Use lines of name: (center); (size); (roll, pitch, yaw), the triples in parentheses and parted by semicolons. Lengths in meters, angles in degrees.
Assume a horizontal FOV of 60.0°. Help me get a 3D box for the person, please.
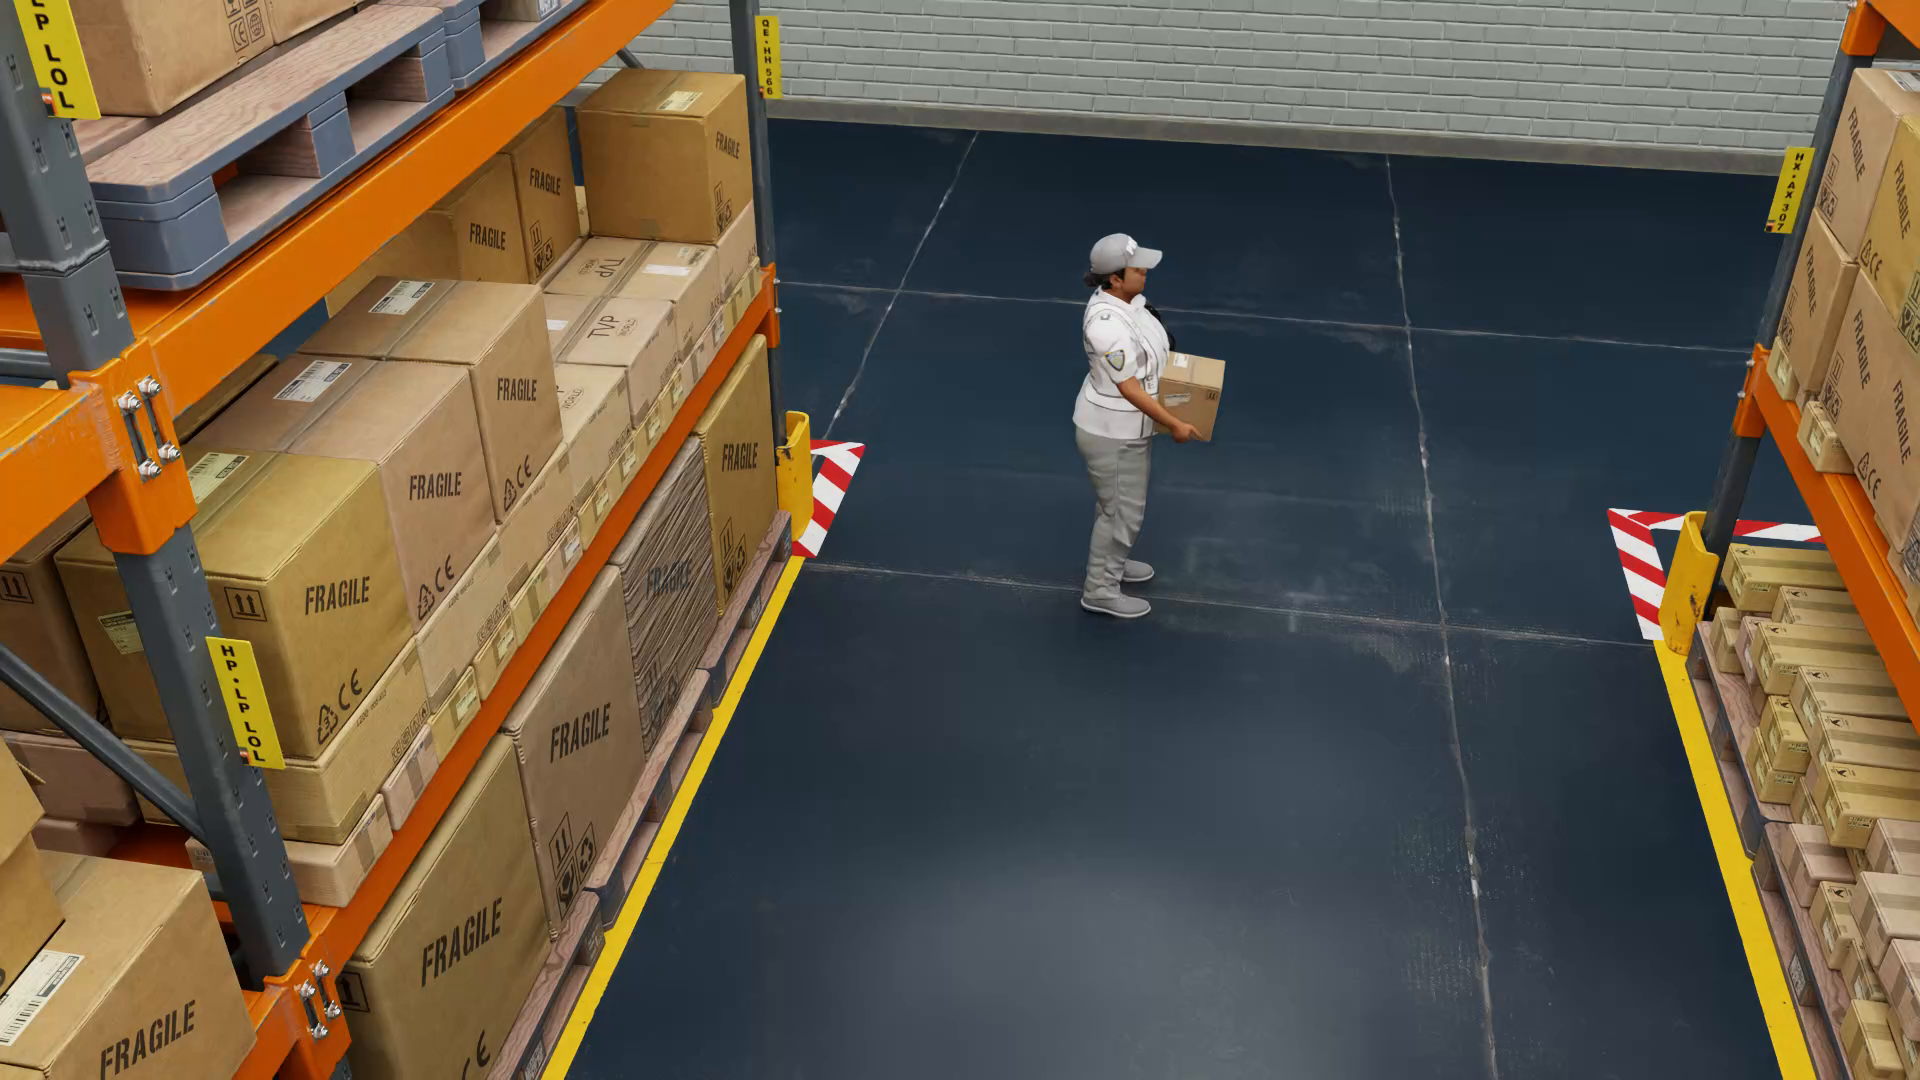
person: (0.735, -0.467, 6.877); (0.535, 1.654, 0.452); (6, 33, 9)
